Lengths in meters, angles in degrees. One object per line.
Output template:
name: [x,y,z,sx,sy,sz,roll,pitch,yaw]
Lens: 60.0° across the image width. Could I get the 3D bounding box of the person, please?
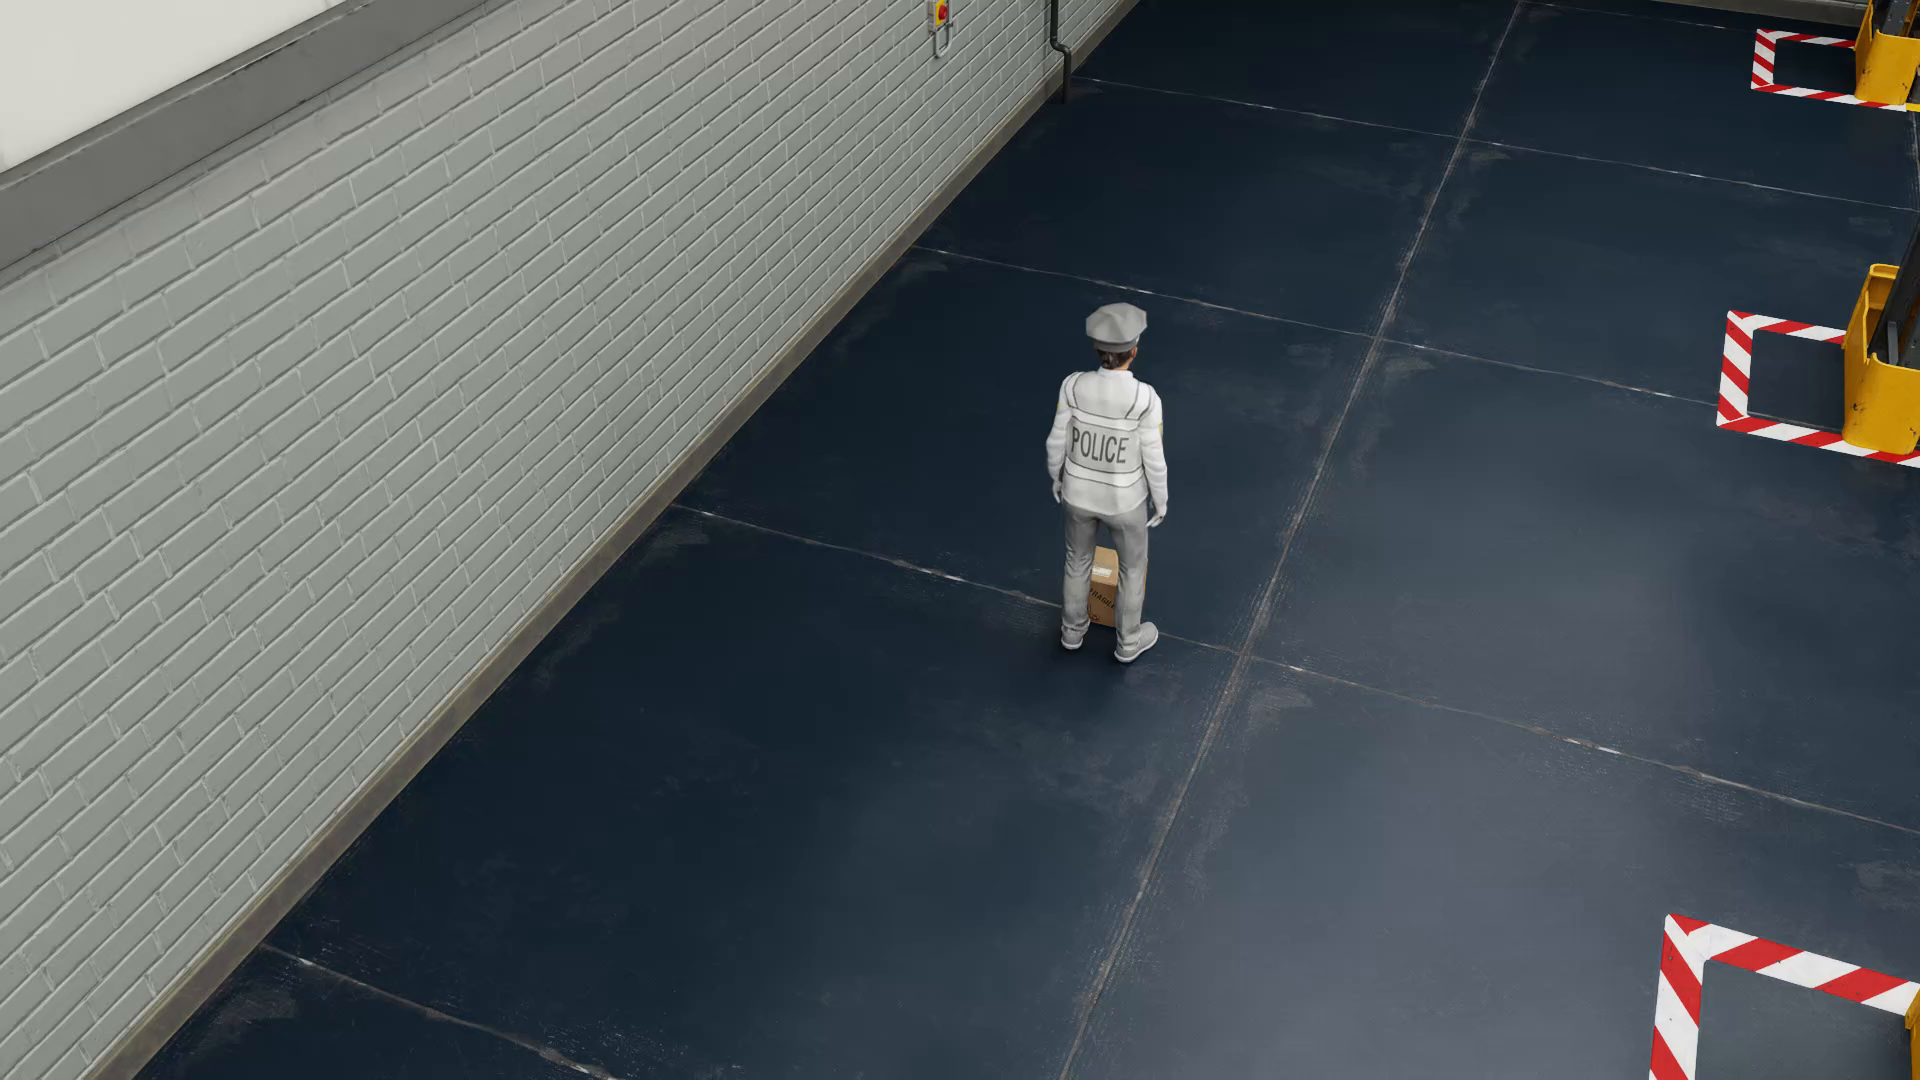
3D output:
person: [0.623,-0.199,7.072,0.529,1.664,0.371,14,40,18]
